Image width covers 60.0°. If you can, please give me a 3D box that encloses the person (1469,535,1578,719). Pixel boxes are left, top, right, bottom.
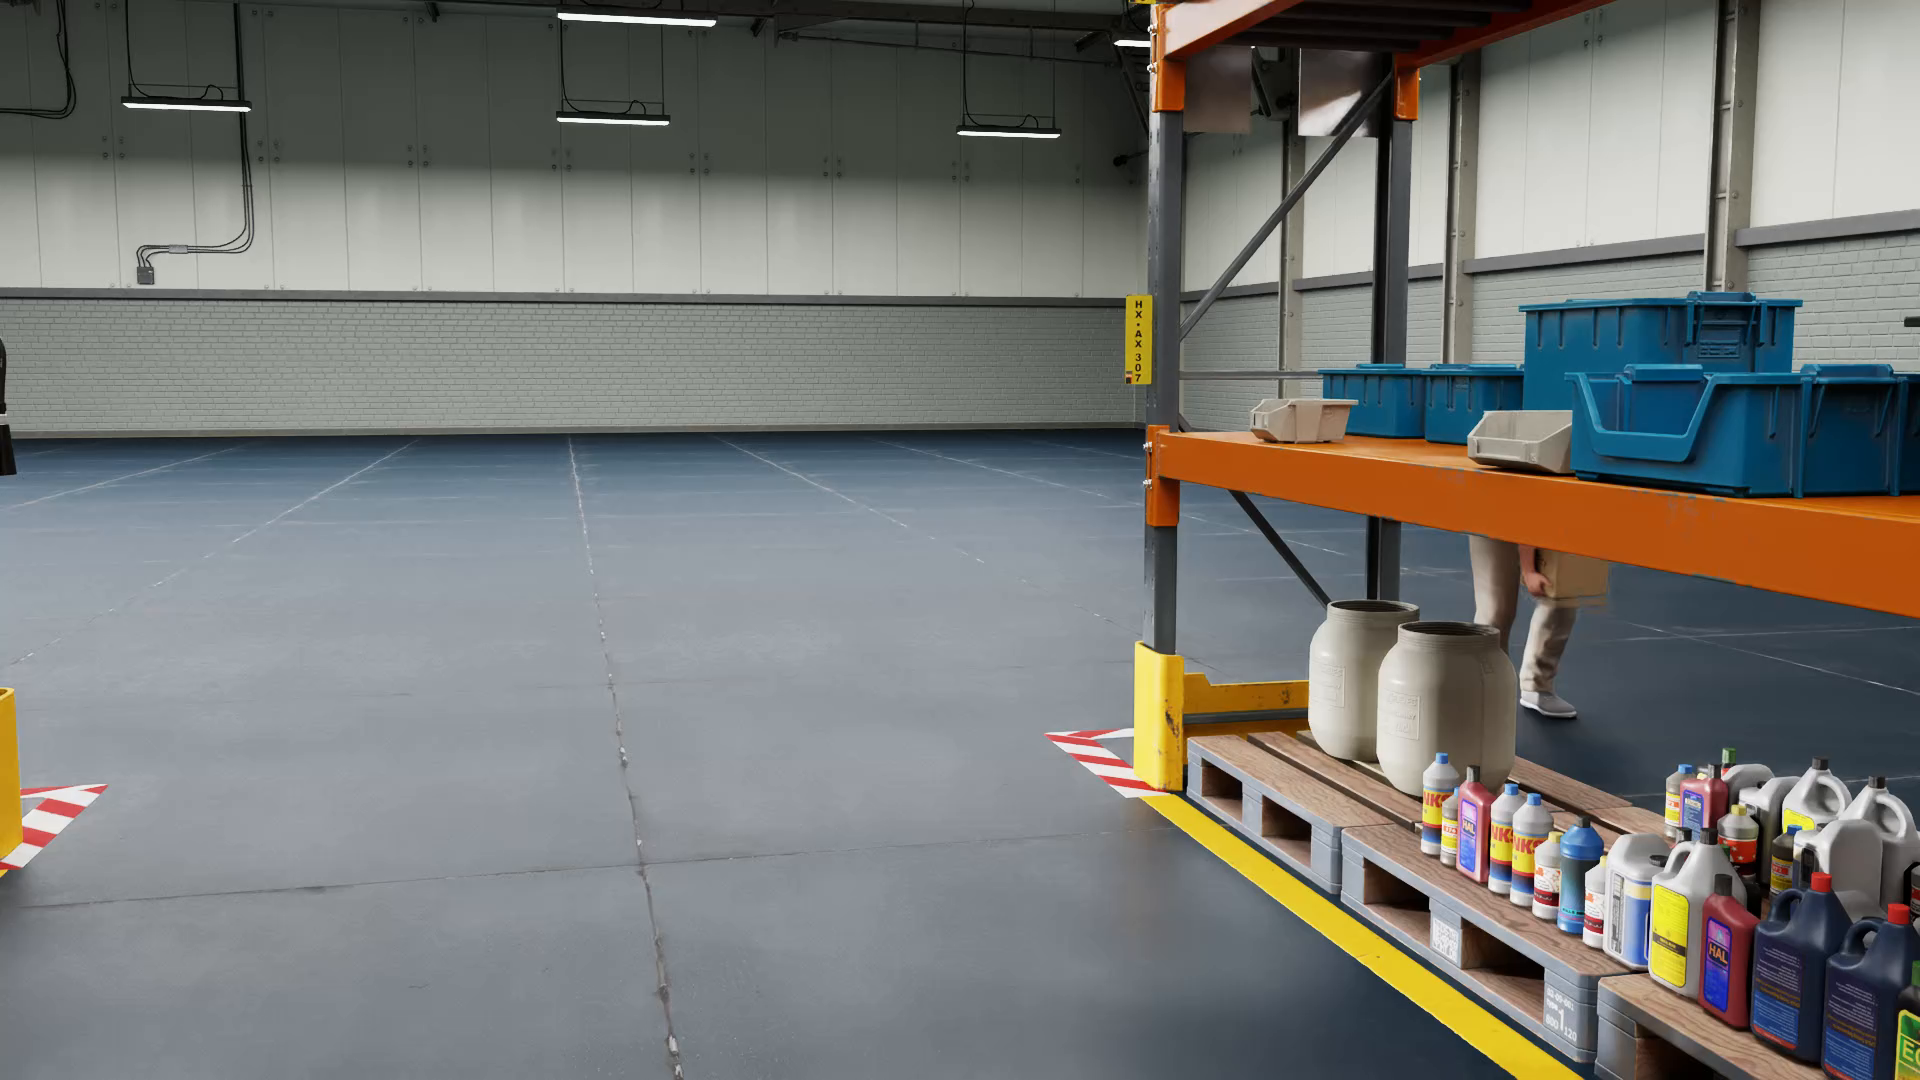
[{"bbox_3d":[2.531,0.045,7.179,0.475,1.509,0.779,-2,6,-15],"label":"person"}]
